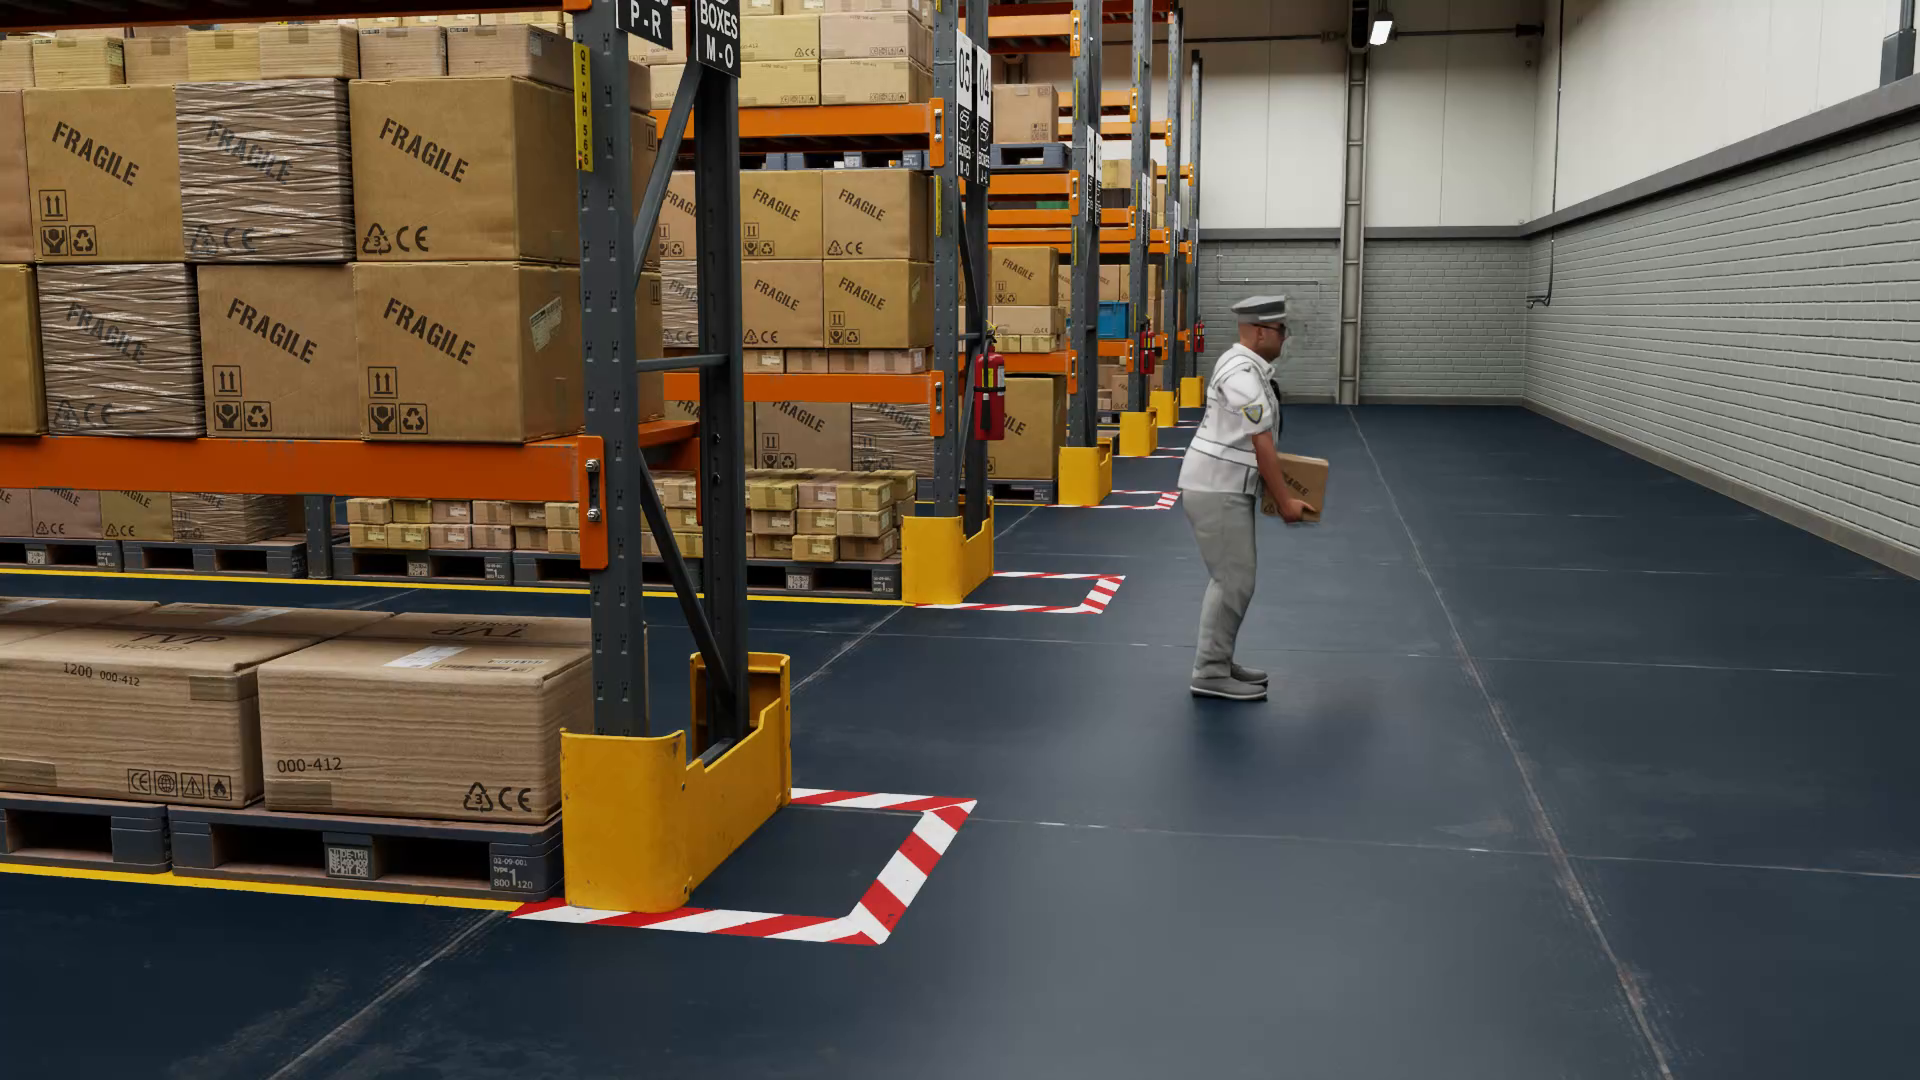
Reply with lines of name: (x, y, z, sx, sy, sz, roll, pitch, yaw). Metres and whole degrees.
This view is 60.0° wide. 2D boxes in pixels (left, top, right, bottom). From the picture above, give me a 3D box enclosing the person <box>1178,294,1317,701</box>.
person: (1.250, -0.194, 7.260, 0.597, 1.741, 0.483, 1, 8, 10)
